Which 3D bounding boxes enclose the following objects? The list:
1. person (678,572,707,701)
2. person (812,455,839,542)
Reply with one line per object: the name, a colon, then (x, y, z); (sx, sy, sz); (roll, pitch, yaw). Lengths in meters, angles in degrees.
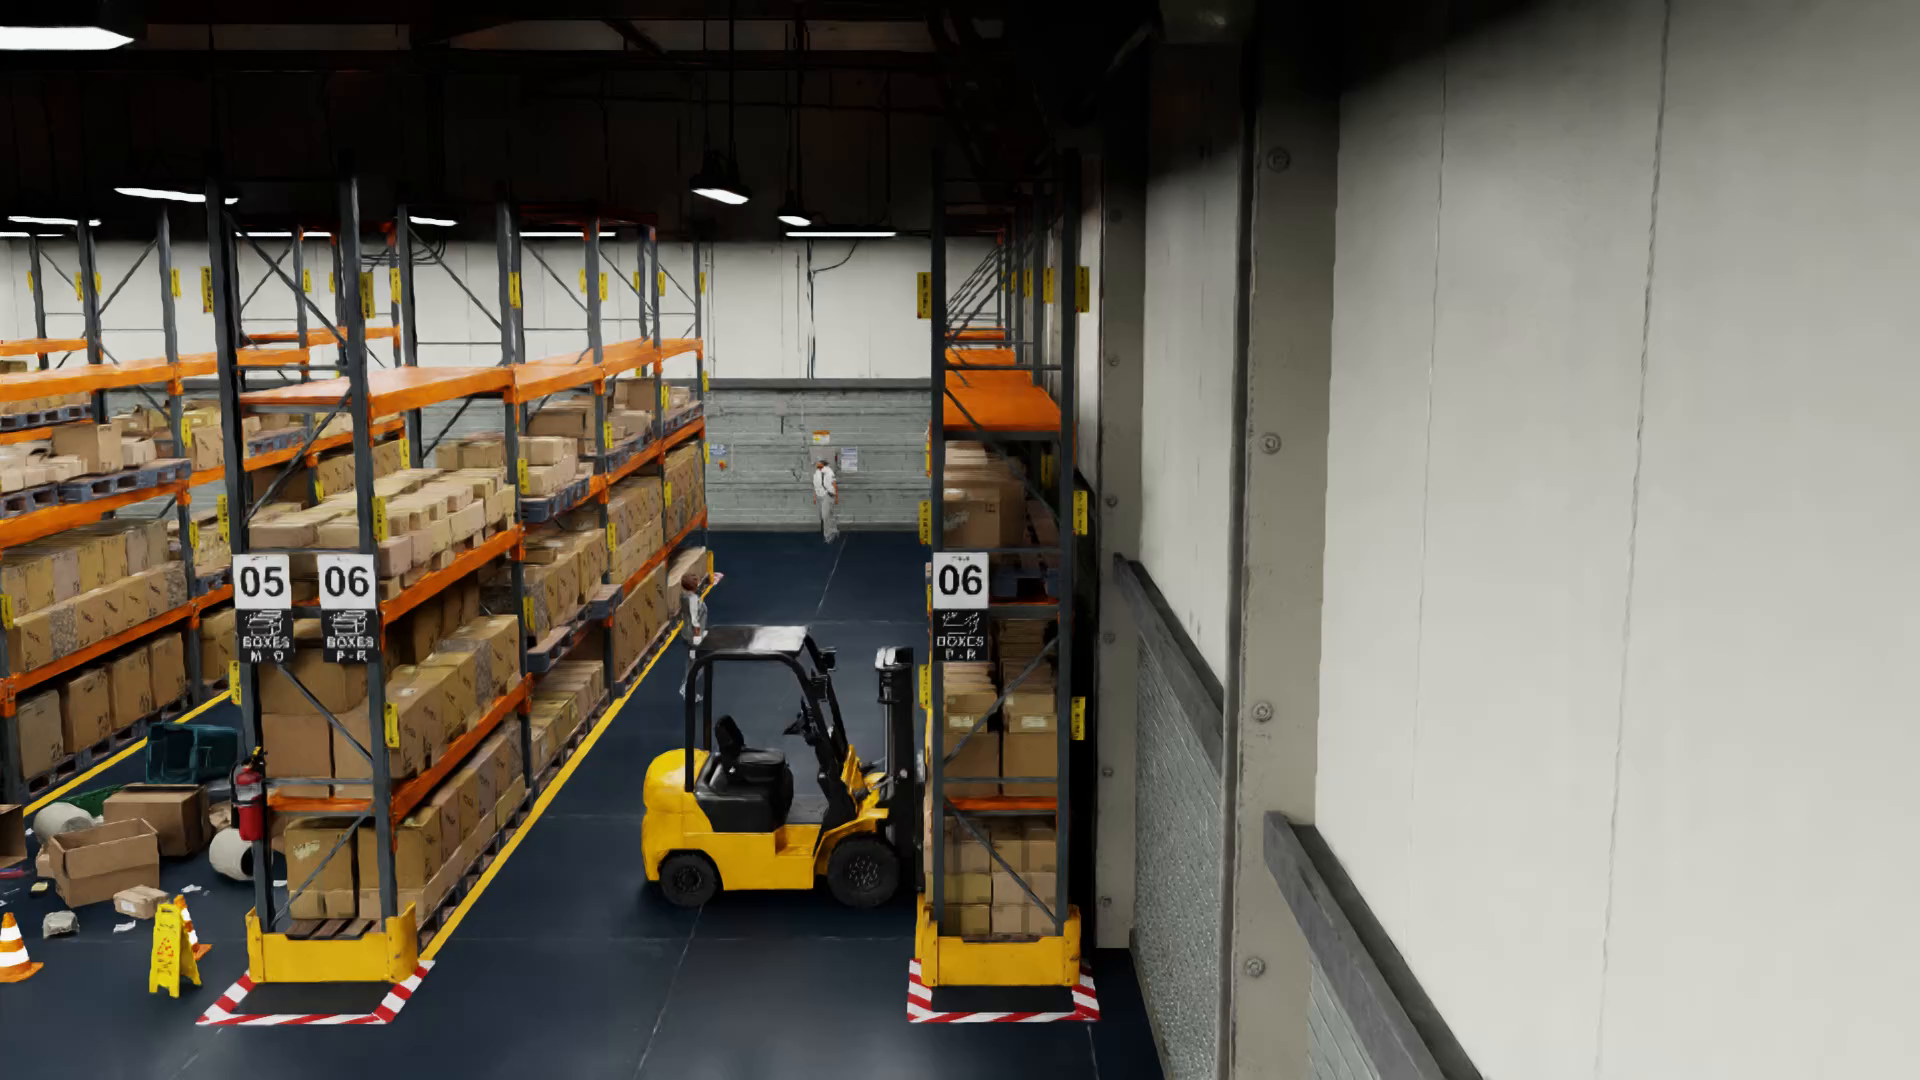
person: (-3.236, 1.186, 20.059); (0.407, 1.594, 0.458); (-5, 10, -29)
person: (-2.585, -0.820, 32.453); (0.527, 1.691, 0.597); (-7, 11, -37)
